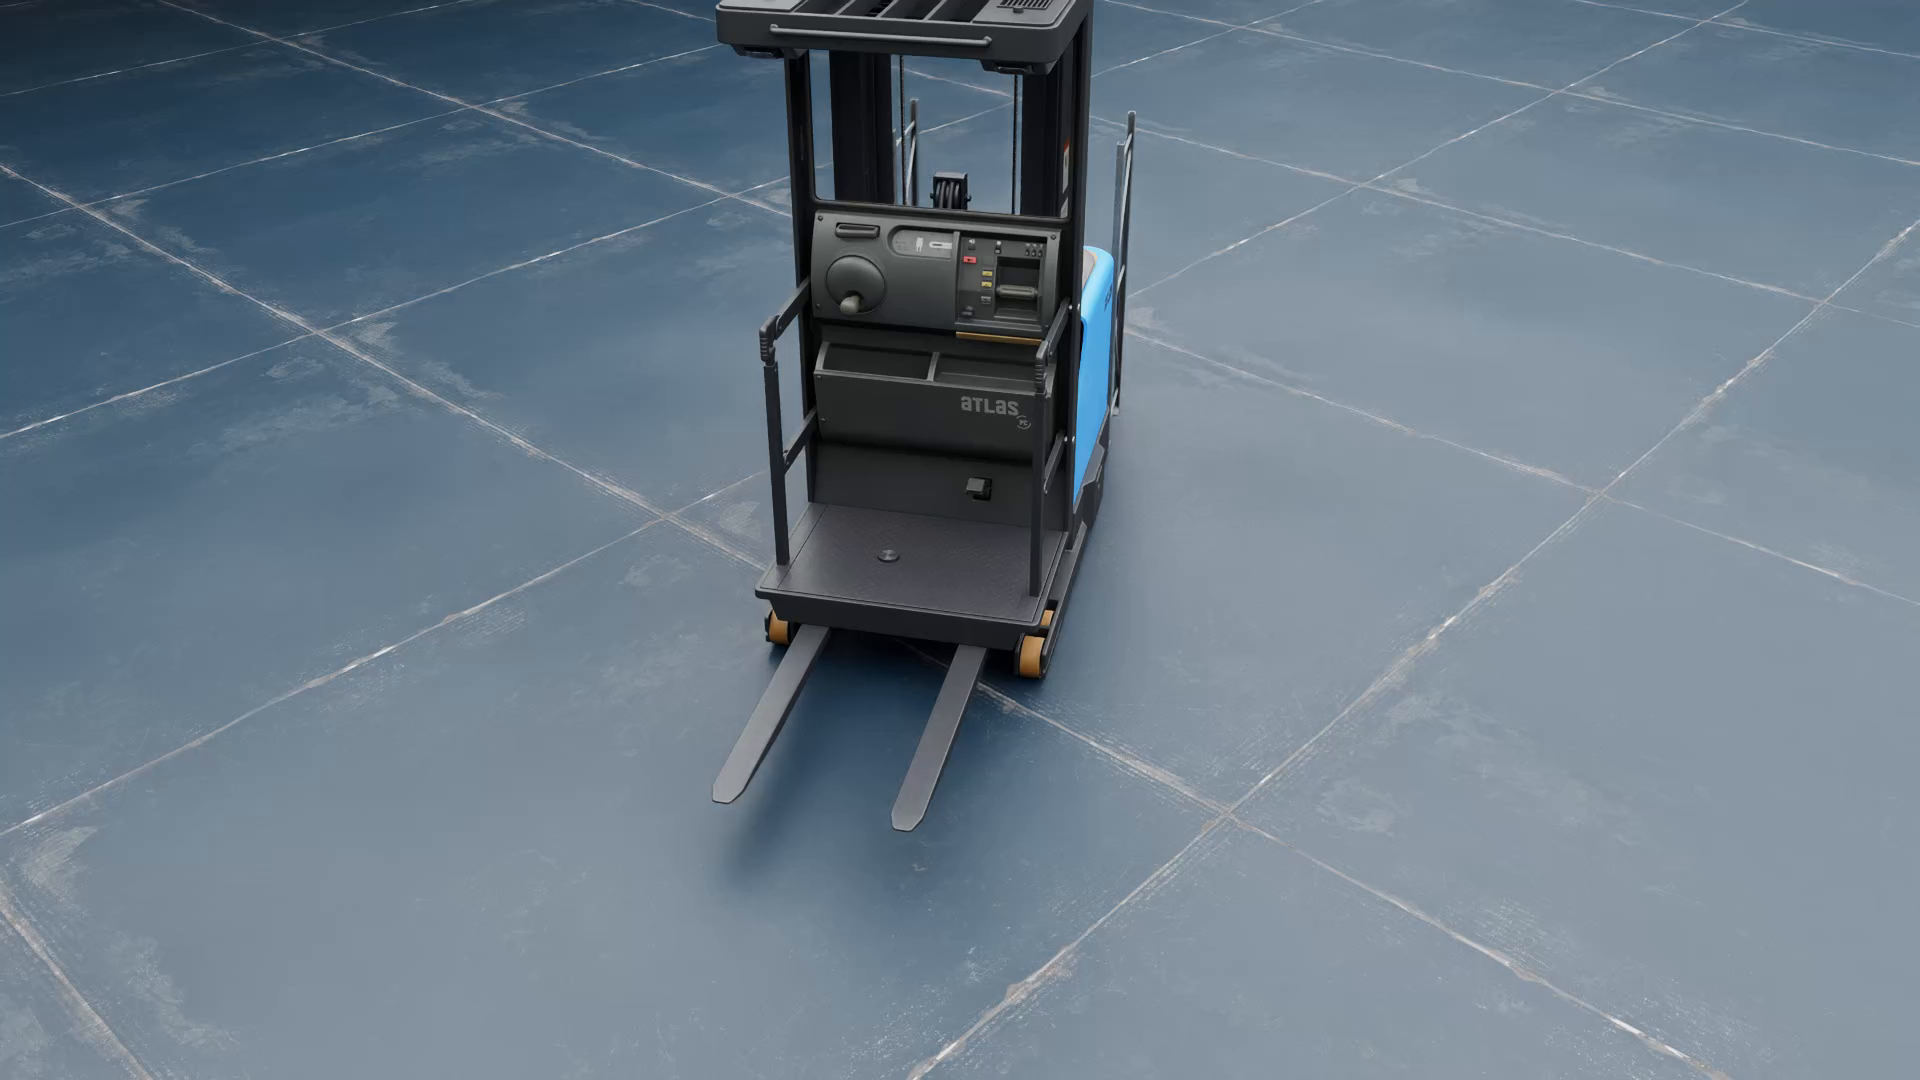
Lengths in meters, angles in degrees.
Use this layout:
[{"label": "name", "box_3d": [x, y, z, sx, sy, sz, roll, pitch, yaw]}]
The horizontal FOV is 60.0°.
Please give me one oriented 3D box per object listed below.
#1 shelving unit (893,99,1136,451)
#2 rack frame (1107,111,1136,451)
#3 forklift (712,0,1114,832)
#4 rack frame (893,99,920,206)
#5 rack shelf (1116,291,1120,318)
[{"label": "shelving unit", "box_3d": [0.242, -1.240, 7.855, 1.048, 1.500, 0.538, 6, 32, 9]}, {"label": "rack frame", "box_3d": [0.741, -1.189, 7.772, 0.032, 1.500, 0.500, 6, 32, 9]}, {"label": "forklift", "box_3d": [-0.142, -0.939, 5.968, 1.130, 2.935, 3.031, 7, 32, 11]}, {"label": "rack frame", "box_3d": [-0.257, -1.290, 7.939, 0.032, 1.500, 0.500, 6, 32, 9]}, {"label": "rack shelf", "box_3d": [0.242, -1.086, 7.948, 1.000, 0.185, 0.538, 6, 32, 9]}]
